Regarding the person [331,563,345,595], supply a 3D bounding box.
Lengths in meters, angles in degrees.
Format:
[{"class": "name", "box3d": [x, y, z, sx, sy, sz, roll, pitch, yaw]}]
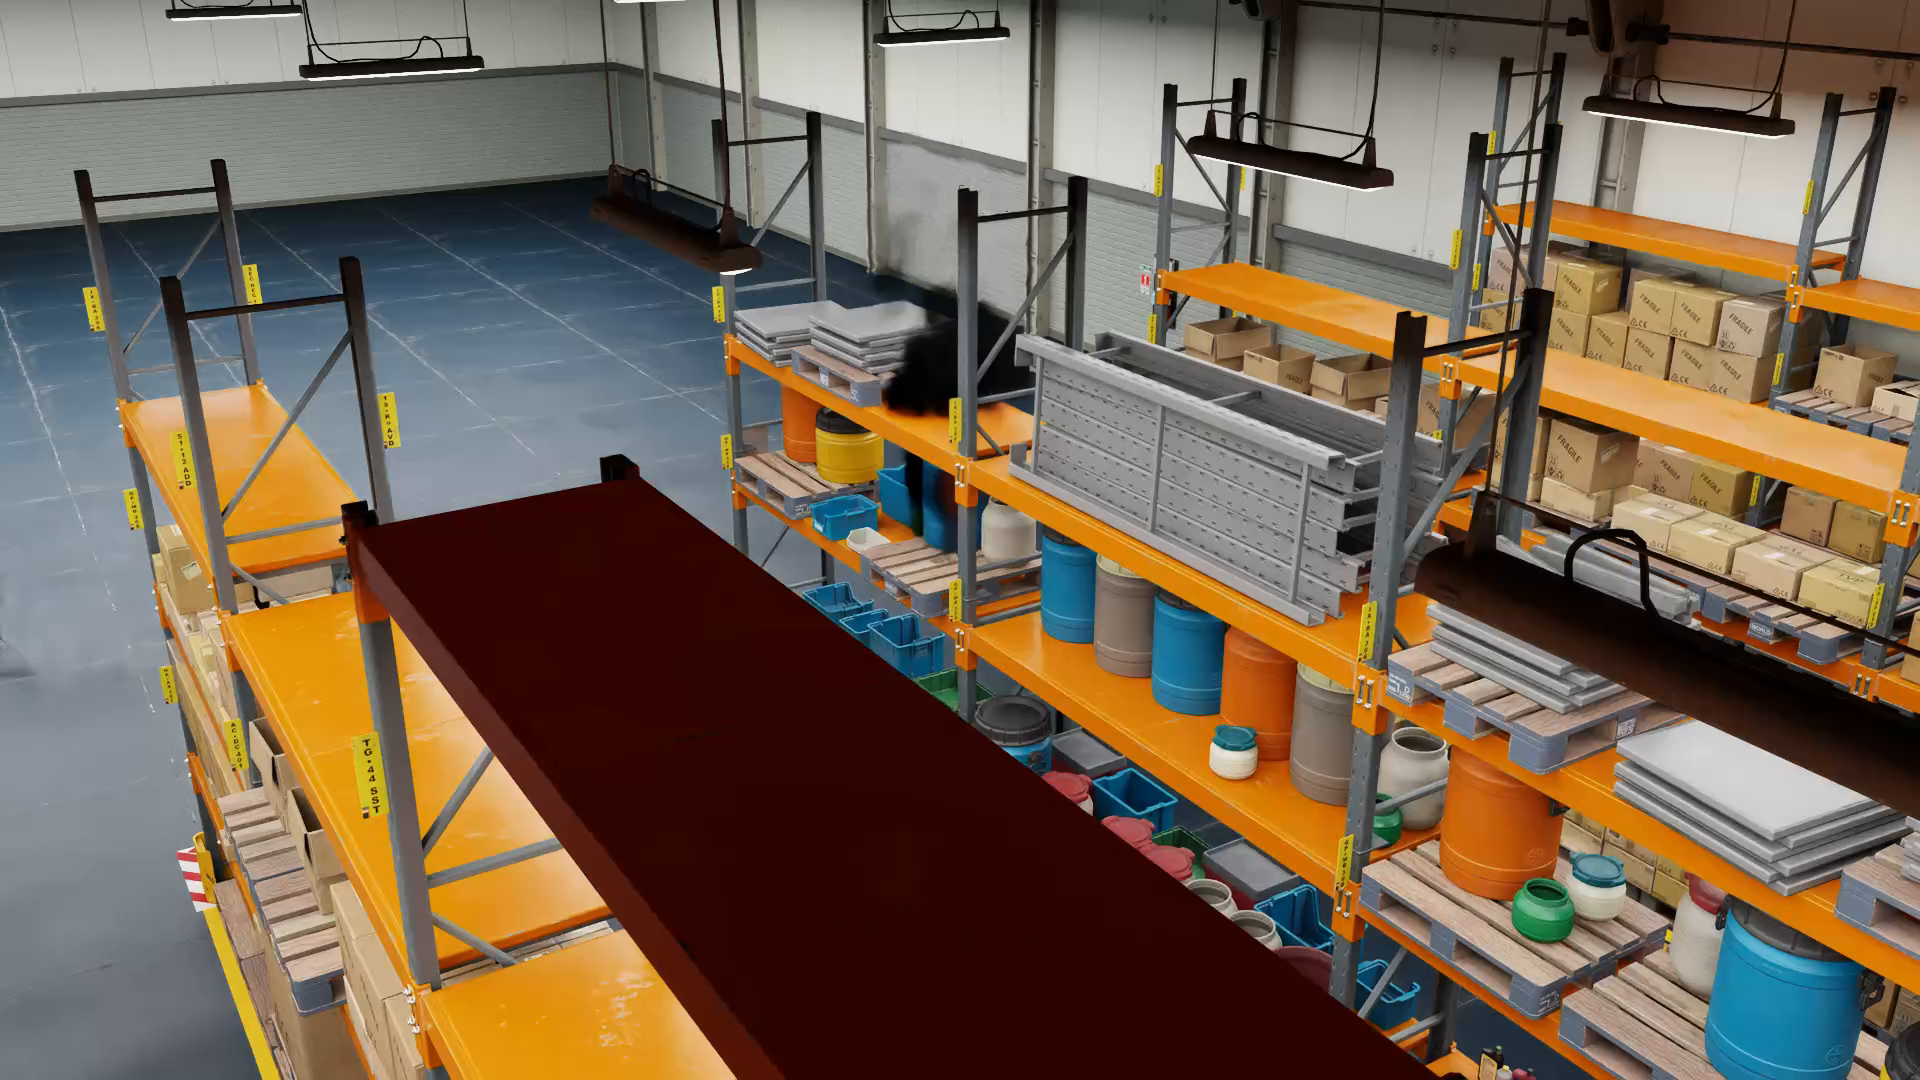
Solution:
[{"class": "person", "box3d": [-6.687, 0.705, 17.288, 0.871, 1.756, 0.641, -2, 22, -5]}]
